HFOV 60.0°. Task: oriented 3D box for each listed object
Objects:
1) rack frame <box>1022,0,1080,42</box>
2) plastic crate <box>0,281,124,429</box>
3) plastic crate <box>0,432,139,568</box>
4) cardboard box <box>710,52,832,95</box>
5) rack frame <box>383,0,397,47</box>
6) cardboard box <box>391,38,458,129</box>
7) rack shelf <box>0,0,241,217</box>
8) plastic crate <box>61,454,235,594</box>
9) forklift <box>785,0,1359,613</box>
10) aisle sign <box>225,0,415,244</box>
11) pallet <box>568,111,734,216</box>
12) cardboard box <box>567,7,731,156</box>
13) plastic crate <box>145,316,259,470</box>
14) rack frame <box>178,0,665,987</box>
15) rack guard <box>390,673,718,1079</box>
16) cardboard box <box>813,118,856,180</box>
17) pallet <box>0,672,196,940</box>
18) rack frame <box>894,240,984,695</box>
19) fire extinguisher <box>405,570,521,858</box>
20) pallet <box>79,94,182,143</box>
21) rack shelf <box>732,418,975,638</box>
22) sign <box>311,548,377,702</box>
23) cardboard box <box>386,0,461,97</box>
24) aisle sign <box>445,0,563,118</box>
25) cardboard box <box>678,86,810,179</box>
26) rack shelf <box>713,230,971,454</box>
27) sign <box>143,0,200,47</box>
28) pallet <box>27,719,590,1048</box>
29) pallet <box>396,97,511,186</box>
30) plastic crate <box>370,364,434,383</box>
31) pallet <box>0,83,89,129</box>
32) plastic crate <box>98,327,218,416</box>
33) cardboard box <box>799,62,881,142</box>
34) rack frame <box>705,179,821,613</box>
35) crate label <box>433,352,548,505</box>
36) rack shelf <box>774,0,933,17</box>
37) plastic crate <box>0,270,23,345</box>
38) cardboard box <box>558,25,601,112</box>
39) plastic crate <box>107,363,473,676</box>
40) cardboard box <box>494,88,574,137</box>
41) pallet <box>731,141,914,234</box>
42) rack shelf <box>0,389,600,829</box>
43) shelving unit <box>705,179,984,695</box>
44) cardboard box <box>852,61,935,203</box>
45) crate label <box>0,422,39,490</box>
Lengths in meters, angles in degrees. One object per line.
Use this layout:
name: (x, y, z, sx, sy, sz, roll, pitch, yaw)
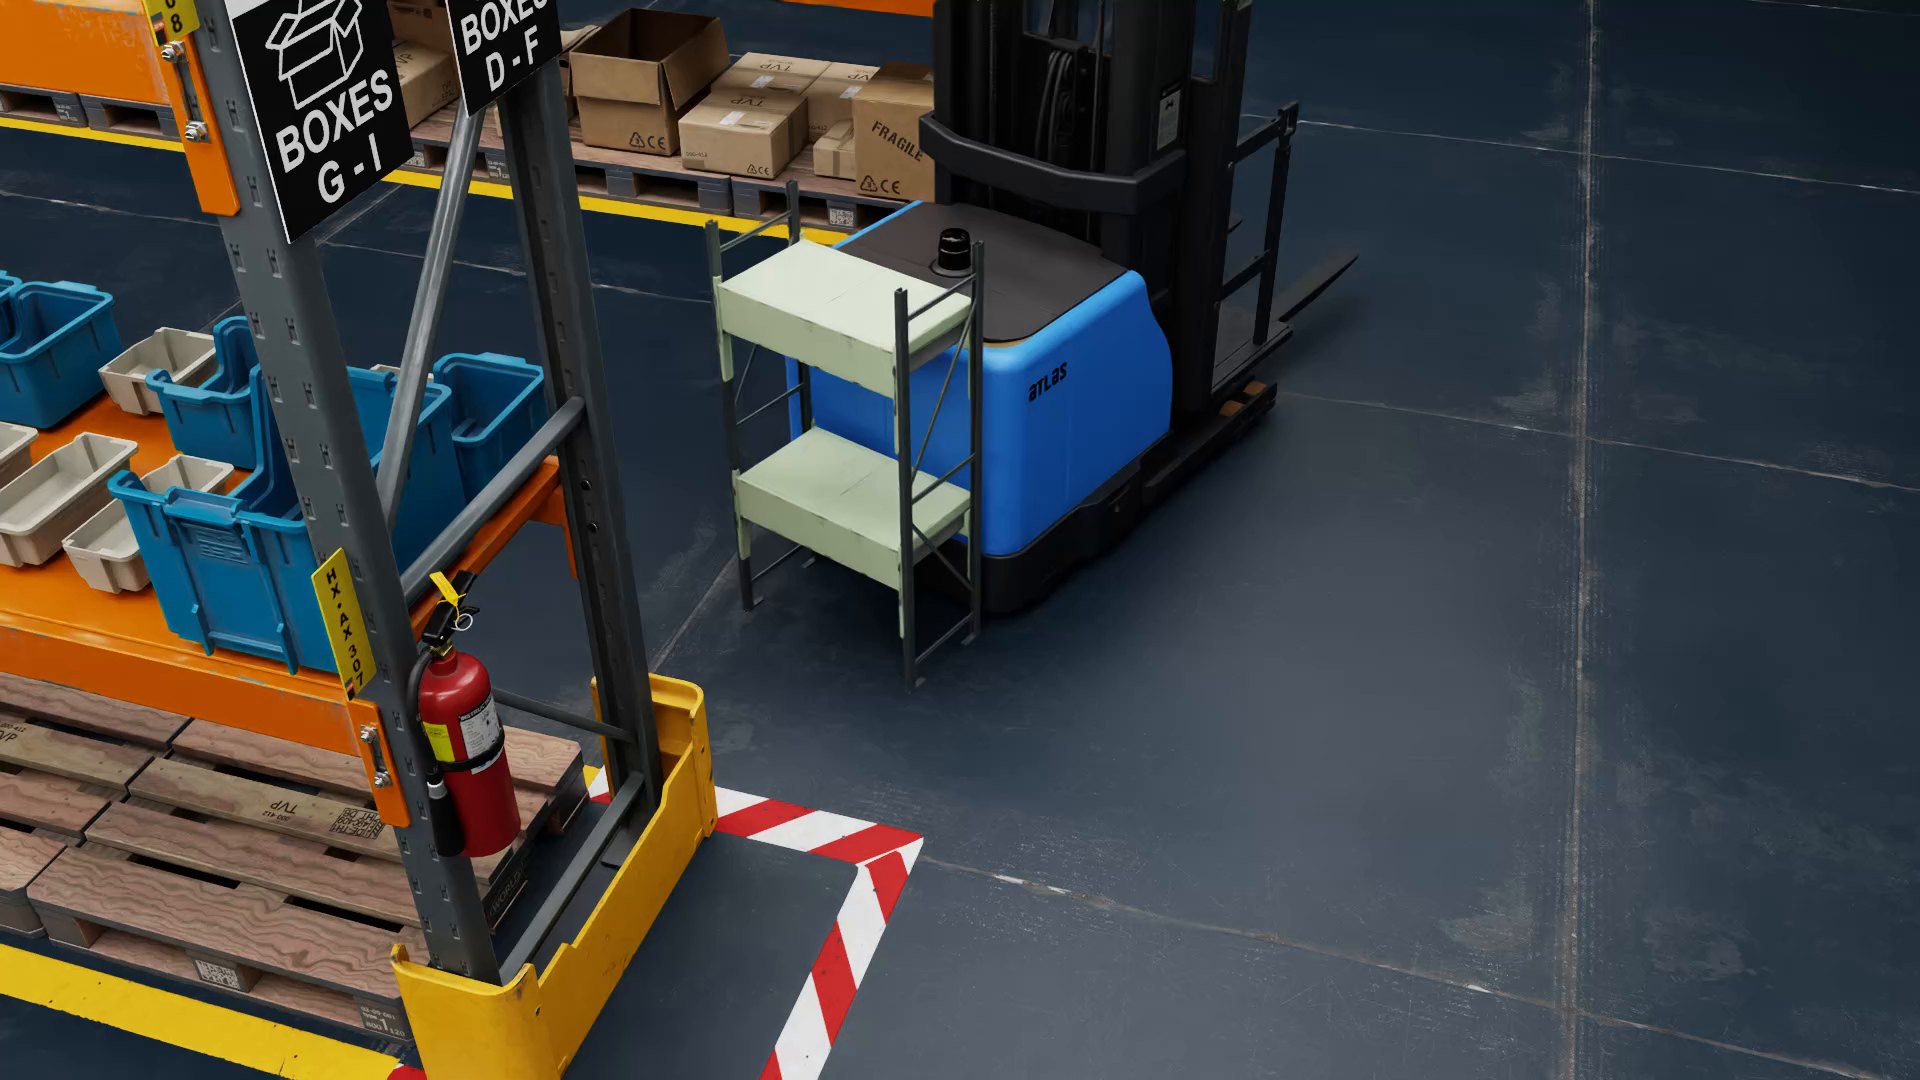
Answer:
rack frame: (0.392, -2.877, 7.629, 0.127, 3.000, 1.000, 10, 38, 14)
plastic crate: (-2.483, -0.495, 4.482, 0.300, 0.233, 0.416, 10, 38, 14)
plastic crate: (-2.193, -0.094, 4.020, 0.243, 0.136, 0.396, 10, 38, 14)
cardboard box: (-0.997, -2.380, 8.902, 0.500, 0.250, 0.500, 10, 38, 14)
rack frame: (-3.426, -3.584, 8.589, 0.127, 3.000, 1.000, 10, 38, 14)
cardboard box: (-3.090, -2.482, 8.989, 0.500, 0.311, 0.500, 10, 38, 14)
rack shelf: (-2.998, -1.347, 3.626, 4.000, 0.370, 1.077, 10, 38, 14)
plastic crate: (-1.921, -0.035, 3.939, 0.243, 0.136, 0.396, 10, 38, 14)
forklift: (0.661, -1.743, 6.145, 1.130, 2.935, 3.031, 24, 43, 29)
aisle sign: (-1.107, -0.944, 2.809, 0.004, 0.787, 0.394, 10, 38, 14)
pallet: (-1.602, -2.125, 8.959, 1.213, 0.211, 1.003, 10, 38, 14)
cardboard box: (-1.631, -2.427, 8.752, 0.637, 0.503, 0.797, 10, 38, 14)
plastic crate: (-1.854, -0.378, 4.324, 0.300, 0.233, 0.416, 10, 38, 14)
rack frame: (-1.089, -0.075, 3.822, 0.127, 3.000, 1.000, 10, 38, 14)
rack guard: (-1.062, 0.928, 4.567, 0.348, 0.500, 1.175, 10, 38, 14)
cardboard box: (-0.560, -1.993, 8.446, 0.250, 0.166, 0.380, 10, 38, 14)
pallet: (-3.025, 0.663, 5.171, 1.213, 0.211, 1.003, 10, 38, 14)
rack frame: (-0.057, -0.185, 5.237, 0.023, 1.500, 0.400, 24, 43, 29)
fire extinguisher: (-1.080, 0.390, 3.570, 0.183, 0.674, 0.296, 10, 38, 14)
pallet: (-4.214, -2.584, 9.582, 1.213, 0.211, 1.003, 10, 38, 14)
rack shelf: (-0.350, -0.053, 5.606, 0.720, 0.370, 0.431, 24, 43, 29)
sign: (-1.237, 0.173, 3.347, 0.005, 0.325, 0.100, 10, 38, 14)
cardboard box: (-2.798, -2.815, 9.281, 0.500, 0.500, 0.500, 10, 38, 14)
aisle sign: (-0.931, -1.278, 3.262, 0.004, 0.787, 0.394, 10, 38, 14)
cardboard box: (-1.098, -2.089, 8.506, 0.500, 0.250, 0.500, 10, 38, 14)
rack shelf: (-0.350, -0.630, 5.182, 0.720, 0.370, 0.431, 24, 43, 29)
sign: (-1.237, -0.927, 2.537, 0.005, 0.325, 0.100, 10, 38, 14)
pallet: (-1.864, 0.880, 4.876, 1.213, 0.211, 1.003, 10, 38, 14)
pallet: (-2.771, -2.339, 9.250, 1.213, 0.211, 1.003, 10, 38, 14)
plastic crate: (-1.507, -0.327, 4.335, 0.298, 0.136, 0.250, 10, 38, 14)
pallet: (-5.382, -2.798, 9.874, 1.213, 0.211, 1.003, 10, 38, 14)
plastic crate: (-2.155, -0.447, 4.498, 0.298, 0.136, 0.250, 10, 38, 14)
cardboard box: (-0.520, -2.292, 8.782, 0.500, 0.250, 0.500, 10, 38, 14)
rack frame: (-0.643, -0.445, 5.590, 0.023, 1.500, 0.400, 24, 43, 29)
crate label: (-1.226, -0.262, 4.166, 0.303, 0.233, 0.416, 10, 38, 14)
rack shelf: (-1.517, -2.941, 8.322, 4.000, 0.370, 1.077, 10, 38, 14)
plastic crate: (-2.769, -0.548, 4.554, 0.300, 0.233, 0.416, 10, 38, 14)
cardboard box: (-2.082, -2.606, 9.157, 0.500, 0.311, 0.500, 10, 38, 14)
plastic crate: (-1.464, -0.067, 3.730, 0.499, 0.435, 0.616, 10, 38, 14)
cardboard box: (-2.261, -2.277, 8.832, 0.250, 0.166, 0.380, 10, 38, 14)
pallet: (-0.442, -1.908, 8.664, 1.213, 0.211, 1.003, 10, 38, 14)
rack shelf: (-2.998, -0.139, 4.515, 4.000, 0.370, 1.077, 10, 38, 14)
shelving unit: (-0.350, -0.315, 5.413, 0.755, 1.500, 0.431, 24, 43, 29)
cardboard box: (-0.200, -2.004, 8.180, 0.500, 0.500, 0.500, 10, 38, 14)
crate label: (-2.466, -0.130, 4.068, 0.243, 0.136, 0.396, 10, 38, 14)
